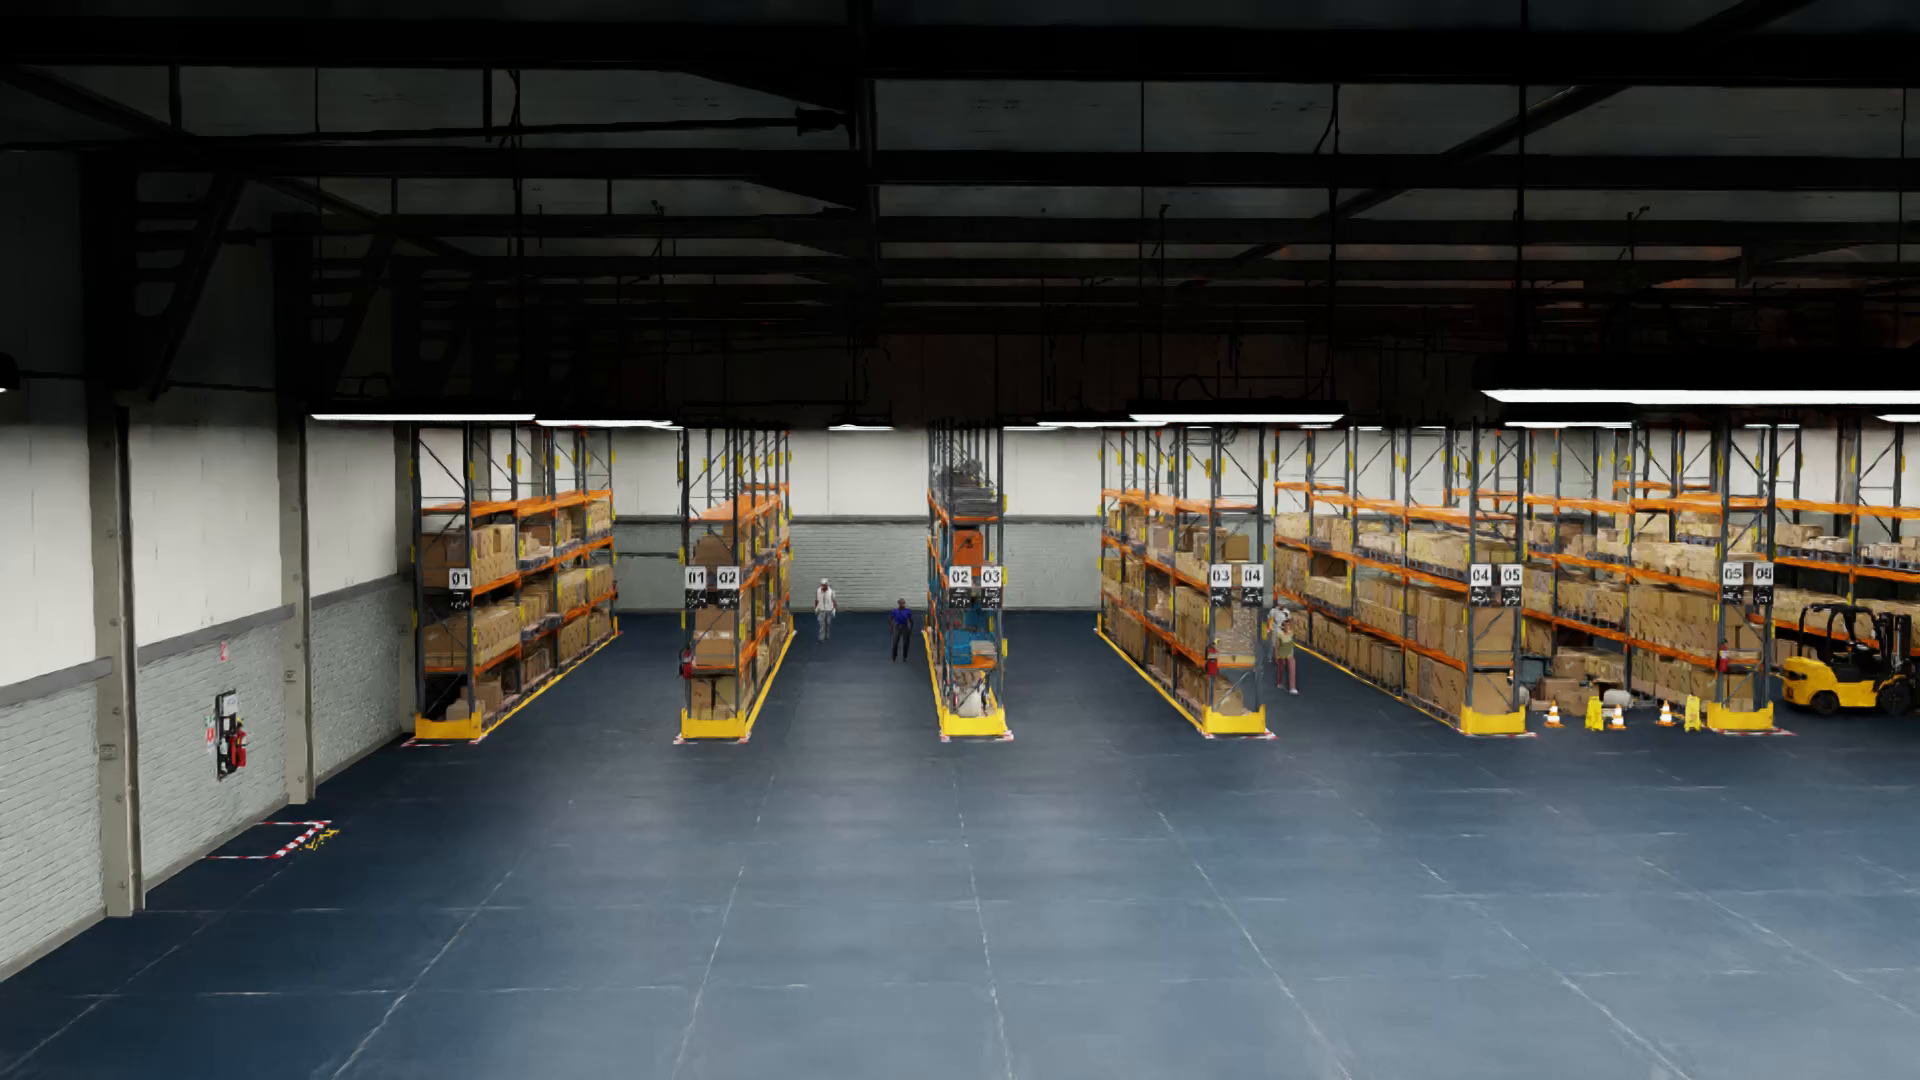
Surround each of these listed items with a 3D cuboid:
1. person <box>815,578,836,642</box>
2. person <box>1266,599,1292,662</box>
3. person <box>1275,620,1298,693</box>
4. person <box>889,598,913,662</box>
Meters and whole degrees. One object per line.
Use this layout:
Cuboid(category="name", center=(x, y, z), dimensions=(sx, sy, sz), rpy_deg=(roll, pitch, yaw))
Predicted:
Cuboid(category="person", center=(-3.675, 1.890, 45.499), dimensions=(0.579, 1.732, 1.039), rpy_deg=(0, 4, -3))
Cuboid(category="person", center=(7.893, 2.244, 41.129), dimensions=(0.625, 1.611, 0.582), rpy_deg=(0, 4, -5))
Cuboid(category="person", center=(7.130, 2.530, 36.496), dimensions=(0.448, 1.590, 1.109), rpy_deg=(0, 4, 0))
Cuboid(category="person", center=(-1.464, 2.234, 41.320), dimensions=(0.592, 1.604, 0.504), rpy_deg=(0, 4, -4))
